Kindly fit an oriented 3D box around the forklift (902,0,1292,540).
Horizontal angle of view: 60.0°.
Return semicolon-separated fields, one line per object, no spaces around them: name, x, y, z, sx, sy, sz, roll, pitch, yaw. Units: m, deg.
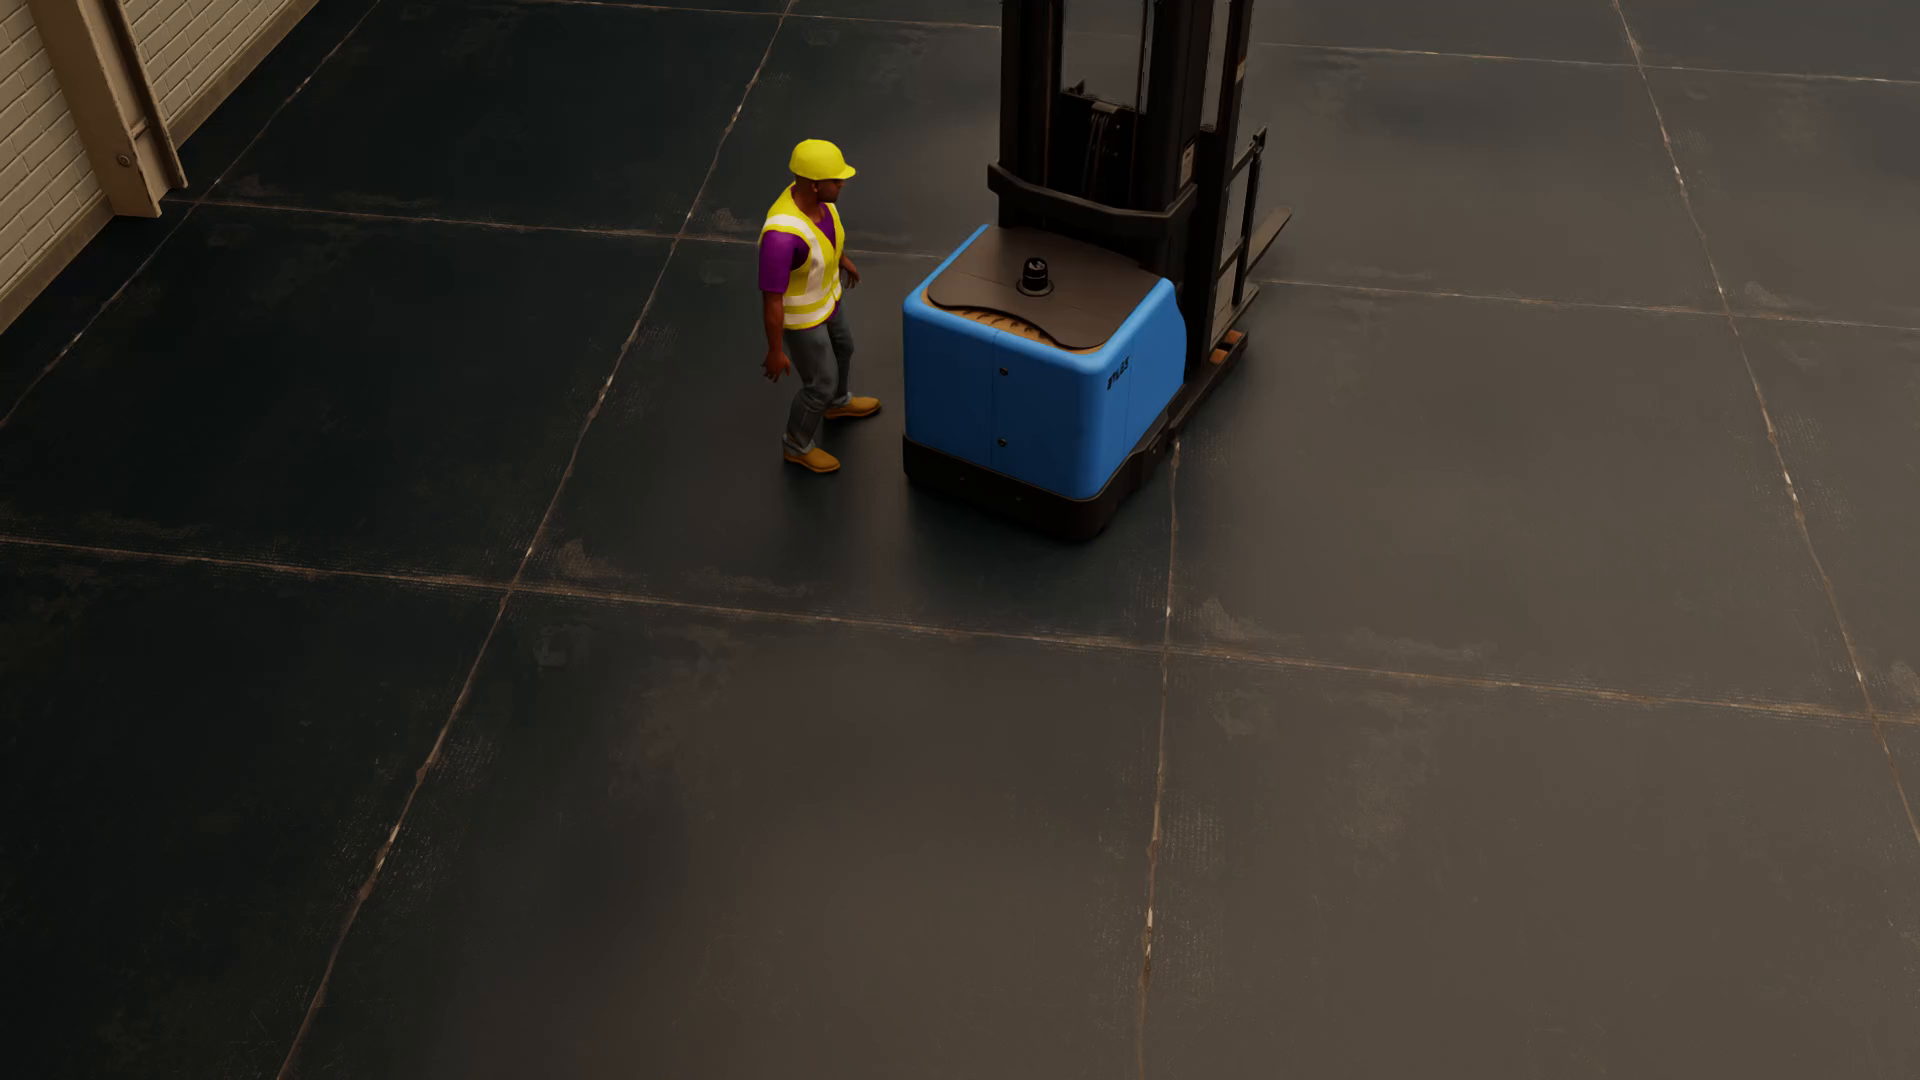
forklift;0.890;-2.065;7.973;1.130;2.935;3.031;21;47;21

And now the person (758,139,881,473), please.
person;-0.671;-1.098;7.802;0.423;1.739;0.829;9;43;10
